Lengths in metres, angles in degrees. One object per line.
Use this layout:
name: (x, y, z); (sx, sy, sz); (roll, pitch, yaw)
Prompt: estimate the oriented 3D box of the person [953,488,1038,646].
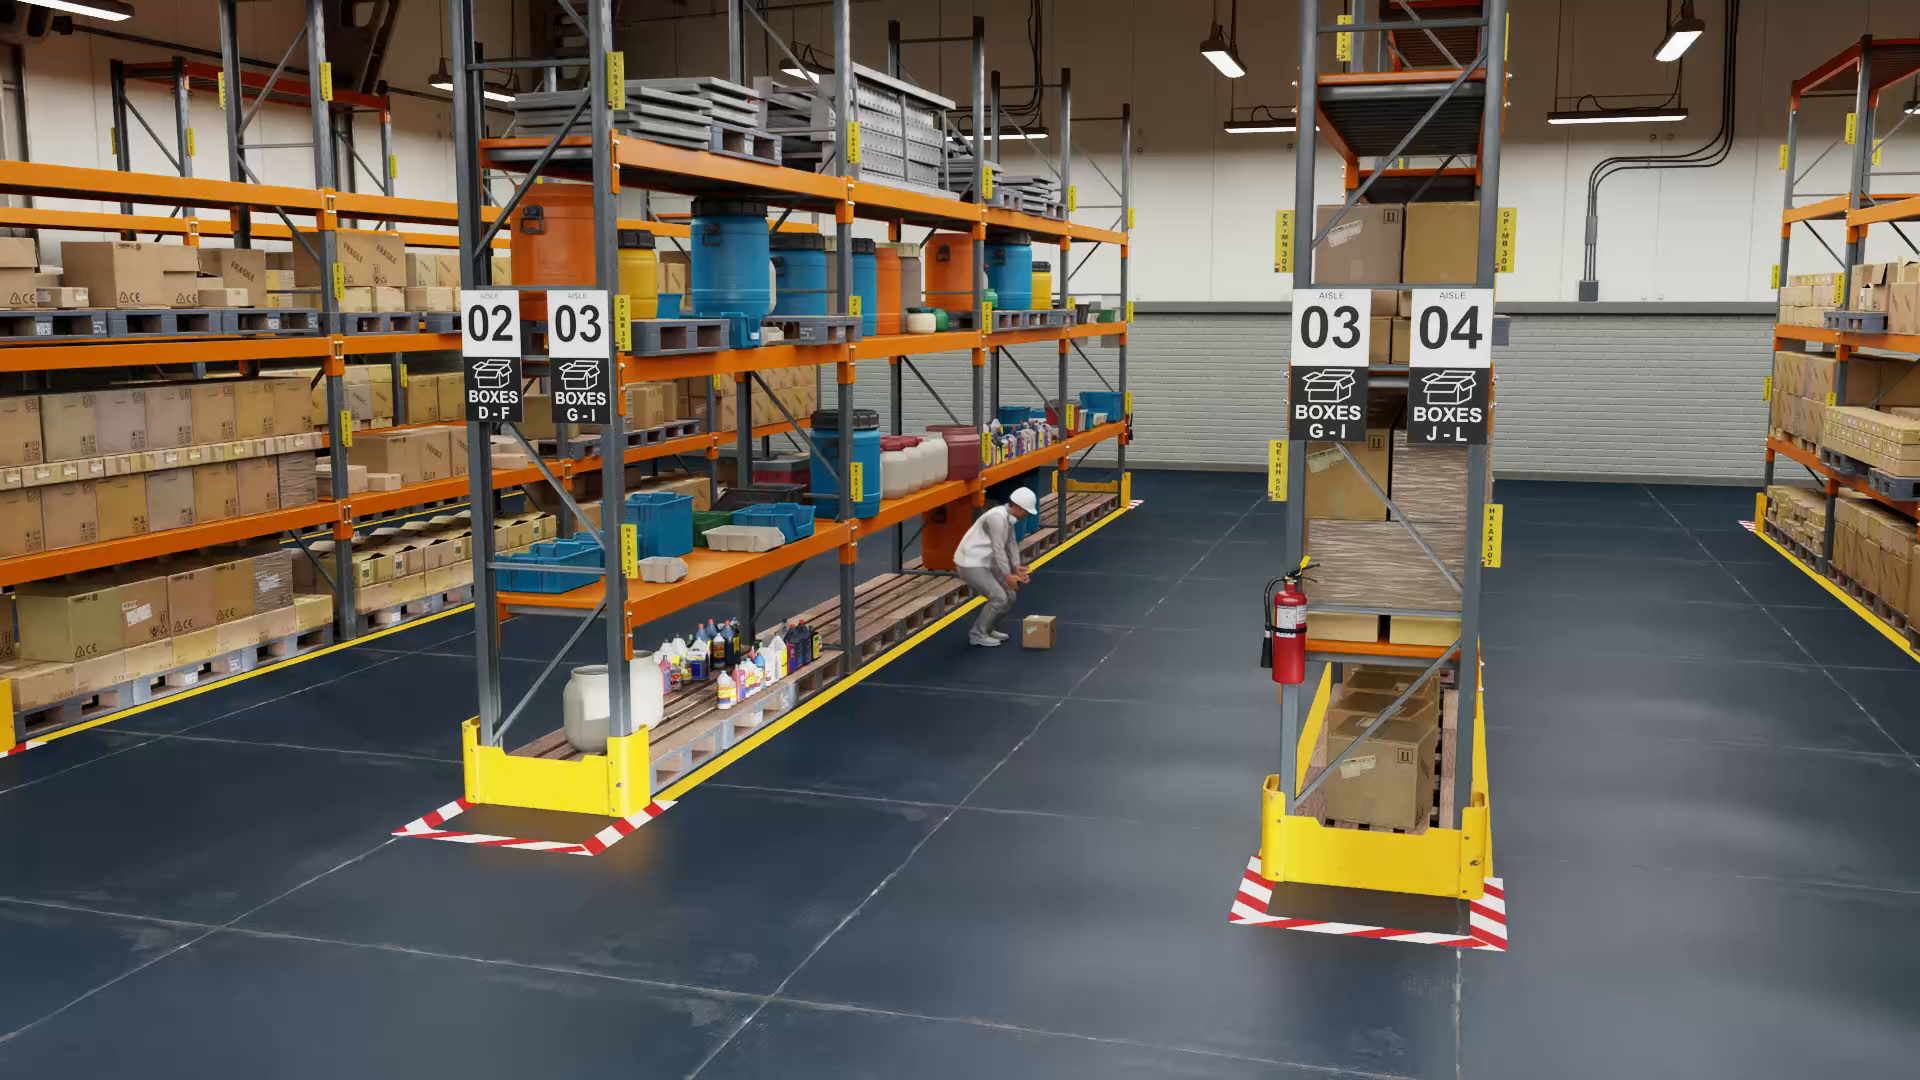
person: (0.334, 0.231, 15.300); (0.753, 1.449, 0.591); (2, 9, 16)
